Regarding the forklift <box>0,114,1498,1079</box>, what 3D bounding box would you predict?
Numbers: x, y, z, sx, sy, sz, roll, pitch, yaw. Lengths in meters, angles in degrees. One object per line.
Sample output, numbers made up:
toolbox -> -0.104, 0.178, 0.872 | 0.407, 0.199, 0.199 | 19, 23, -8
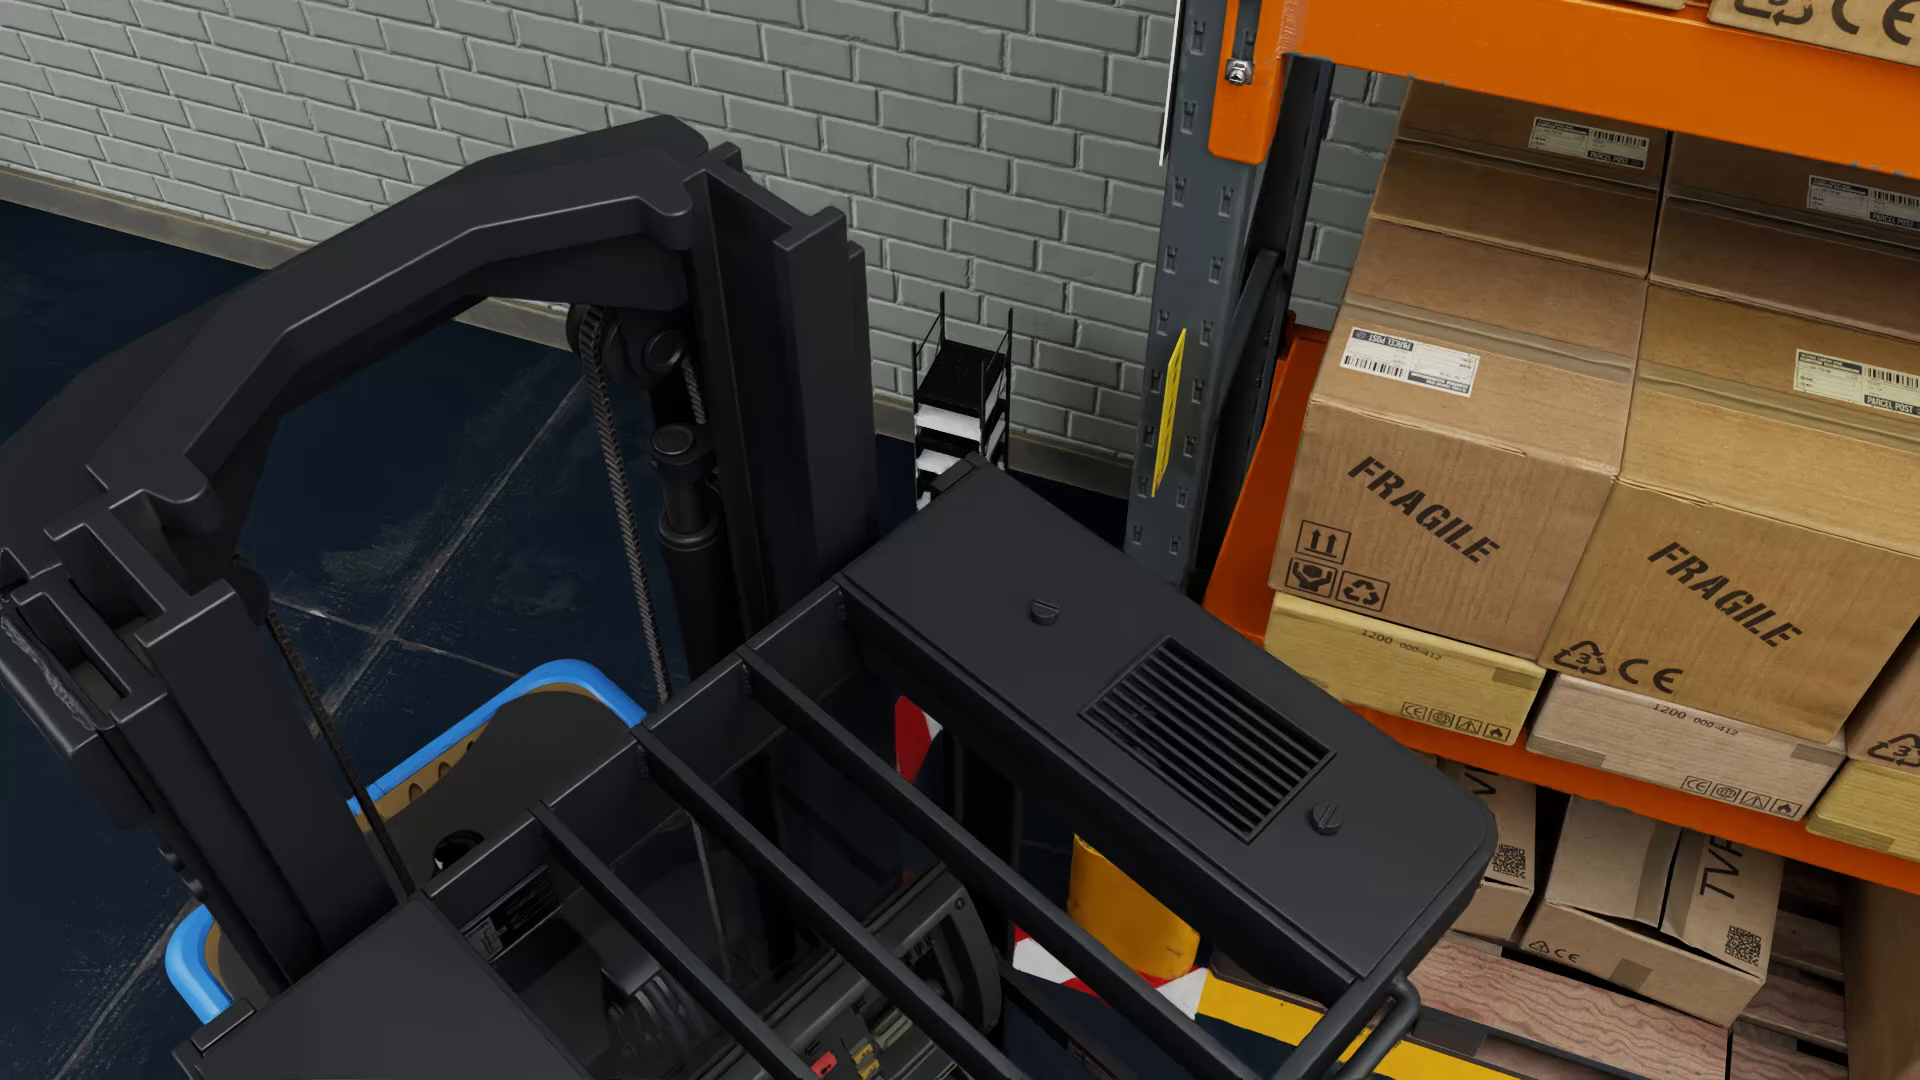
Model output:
forklift -> -0.136, 1.014, 2.431 | 3.031, 2.935, 1.130 | 36, 58, 27

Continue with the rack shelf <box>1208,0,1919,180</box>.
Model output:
rack shelf -> 2.425, -0.541, 2.225 | 4.000, 0.370, 1.077 | 16, 51, 13

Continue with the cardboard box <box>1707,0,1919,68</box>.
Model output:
cardboard box -> 1.268, -0.909, 1.988 | 0.500, 0.500, 0.500 | 19, 52, 16

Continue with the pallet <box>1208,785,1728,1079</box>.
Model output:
pallet -> 1.370, 0.853, 4.371 | 1.213, 0.211, 1.003 | 16, 51, 13

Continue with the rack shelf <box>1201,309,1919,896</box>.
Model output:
rack shelf -> 2.425, 0.441, 3.358 | 4.000, 0.370, 1.077 | 16, 51, 13

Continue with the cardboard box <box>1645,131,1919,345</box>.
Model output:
cardboard box -> 1.534, -0.409, 3.210 | 0.500, 0.500, 0.500 | 16, 51, 14

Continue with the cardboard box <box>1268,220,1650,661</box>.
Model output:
cardboard box -> 0.893, -0.183, 3.013 | 0.500, 0.500, 0.500 | 16, 51, 13

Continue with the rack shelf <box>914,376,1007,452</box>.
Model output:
rack shelf -> 0.007, -0.389, 4.797 | 0.200, 0.077, 0.258 | 16, 51, 13

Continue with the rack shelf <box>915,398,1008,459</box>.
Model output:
rack shelf -> 0.007, -0.330, 4.865 | 0.200, 0.077, 0.258 | 16, 51, 13

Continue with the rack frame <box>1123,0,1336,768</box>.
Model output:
rack frame -> 0.549, -0.318, 3.541 | 0.127, 3.000, 1.000 | 16, 51, 13

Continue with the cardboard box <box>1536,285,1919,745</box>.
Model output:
cardboard box -> 1.353, -0.046, 2.895 | 0.500, 0.500, 0.500 | 16, 51, 13

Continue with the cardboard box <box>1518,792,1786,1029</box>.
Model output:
cardboard box -> 1.702, 0.813, 4.049 | 0.500, 0.311, 0.500 | 19, 52, 16

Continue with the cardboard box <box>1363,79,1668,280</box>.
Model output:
cardboard box -> 1.065, -0.548, 3.330 | 0.500, 0.500, 0.500 | 15, 51, 13

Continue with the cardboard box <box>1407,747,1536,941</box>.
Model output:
cardboard box -> 1.167, 0.664, 4.178 | 0.500, 0.311, 0.500 | 10, 50, 9

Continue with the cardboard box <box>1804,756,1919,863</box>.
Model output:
cardboard box -> 1.865, 0.341, 3.055 | 0.500, 0.250, 0.500 | 15, 51, 13

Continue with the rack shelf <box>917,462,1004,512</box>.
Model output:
rack shelf -> 0.008, -0.153, 5.069 | 0.200, 0.077, 0.258 | 16, 51, 13

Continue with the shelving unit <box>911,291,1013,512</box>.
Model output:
shelving unit -> 0.007, -0.293, 4.908 | 0.210, 0.900, 0.258 | 16, 51, 13

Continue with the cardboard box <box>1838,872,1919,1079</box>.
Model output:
cardboard box -> 2.373, 0.979, 3.780 | 0.500, 0.500, 0.700 | 13, 50, 11

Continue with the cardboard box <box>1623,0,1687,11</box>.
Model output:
cardboard box -> 0.776, -1.075, 2.132 | 0.500, 0.500, 0.500 | 17, 51, 14

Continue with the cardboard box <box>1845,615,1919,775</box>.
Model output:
cardboard box -> 1.836, 0.093, 2.774 | 0.500, 0.500, 0.500 | 14, 51, 12

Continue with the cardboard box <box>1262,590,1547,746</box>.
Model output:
cardboard box -> 0.897, 0.078, 3.284 | 0.500, 0.250, 0.500 | 14, 51, 12

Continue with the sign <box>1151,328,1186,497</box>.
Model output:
sign -> 0.361, -0.217, 2.880 | 0.005, 0.325, 0.100 | 16, 51, 13

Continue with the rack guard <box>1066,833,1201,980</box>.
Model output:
rack guard -> 0.621, 0.521, 4.468 | 0.348, 0.500, 1.175 | 16, 51, 13

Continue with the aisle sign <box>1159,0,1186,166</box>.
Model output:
aisle sign -> 0.378, -0.976, 2.390 | 0.004, 0.787, 0.394 | 16, 51, 13

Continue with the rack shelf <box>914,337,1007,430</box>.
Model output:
rack shelf -> 0.007, -0.448, 4.729 | 0.200, 0.077, 0.258 | 16, 51, 13

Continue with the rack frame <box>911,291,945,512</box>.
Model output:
rack frame -> -0.088, -0.319, 4.931 | 0.006, 0.900, 0.240 | 16, 51, 13

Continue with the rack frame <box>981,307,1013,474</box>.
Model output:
rack frame -> 0.103, -0.266, 4.885 | 0.006, 0.900, 0.240 | 16, 51, 13

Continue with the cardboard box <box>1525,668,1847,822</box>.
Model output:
cardboard box -> 1.389, 0.203, 3.175 | 0.500, 0.250, 0.500 | 14, 51, 12

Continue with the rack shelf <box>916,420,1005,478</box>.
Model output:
rack shelf -> 0.007, -0.271, 4.933 | 0.200, 0.077, 0.258 | 16, 51, 13

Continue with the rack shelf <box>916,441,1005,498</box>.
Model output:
rack shelf -> 0.007, -0.212, 5.001 | 0.200, 0.077, 0.258 | 16, 51, 13

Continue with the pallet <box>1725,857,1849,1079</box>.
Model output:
pallet -> 2.511, 1.174, 4.093 | 1.213, 0.211, 1.003 | 16, 51, 13
